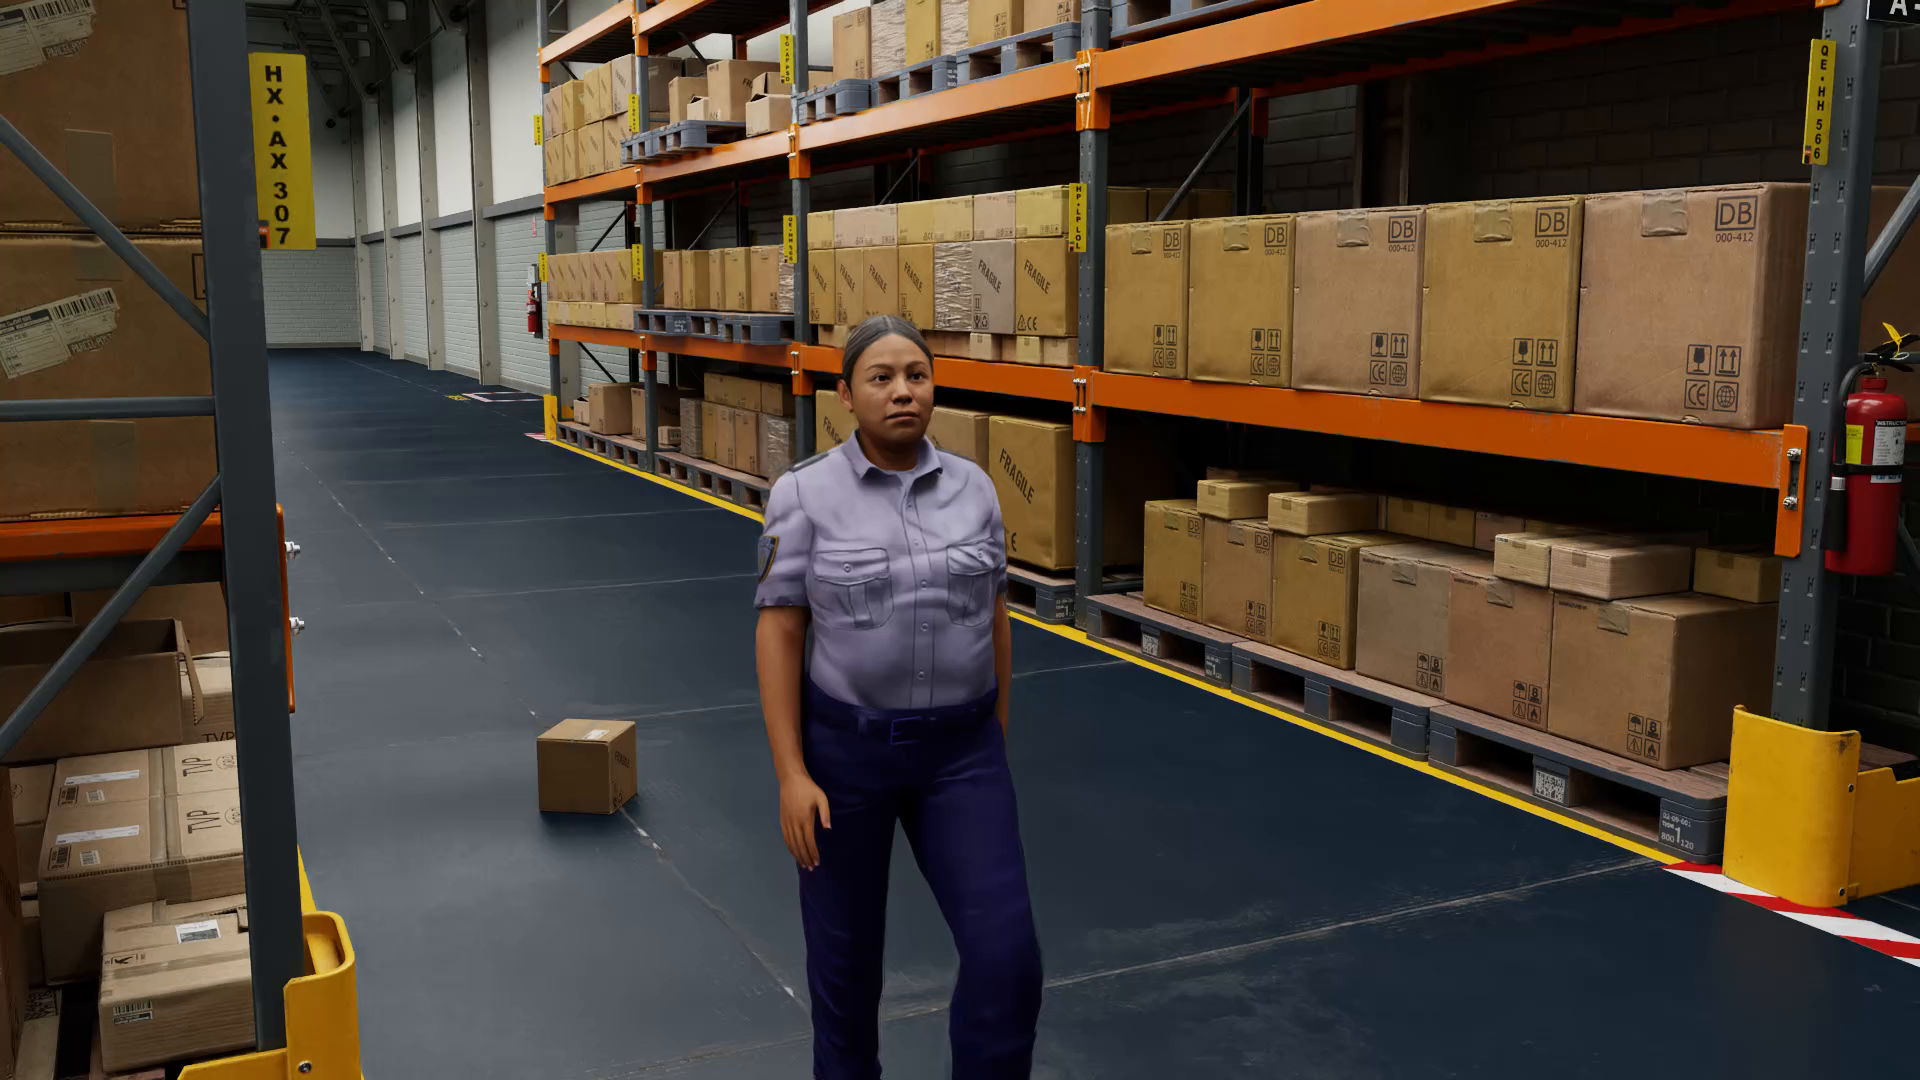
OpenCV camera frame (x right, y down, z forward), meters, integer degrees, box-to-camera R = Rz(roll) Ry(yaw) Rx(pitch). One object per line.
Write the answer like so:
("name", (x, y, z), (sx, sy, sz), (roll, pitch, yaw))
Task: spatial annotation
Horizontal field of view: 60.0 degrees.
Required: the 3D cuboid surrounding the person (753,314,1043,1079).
("person", (-0.114, 0.461, 3.003), (0.501, 1.719, 0.585), (-2, 9, -16))
